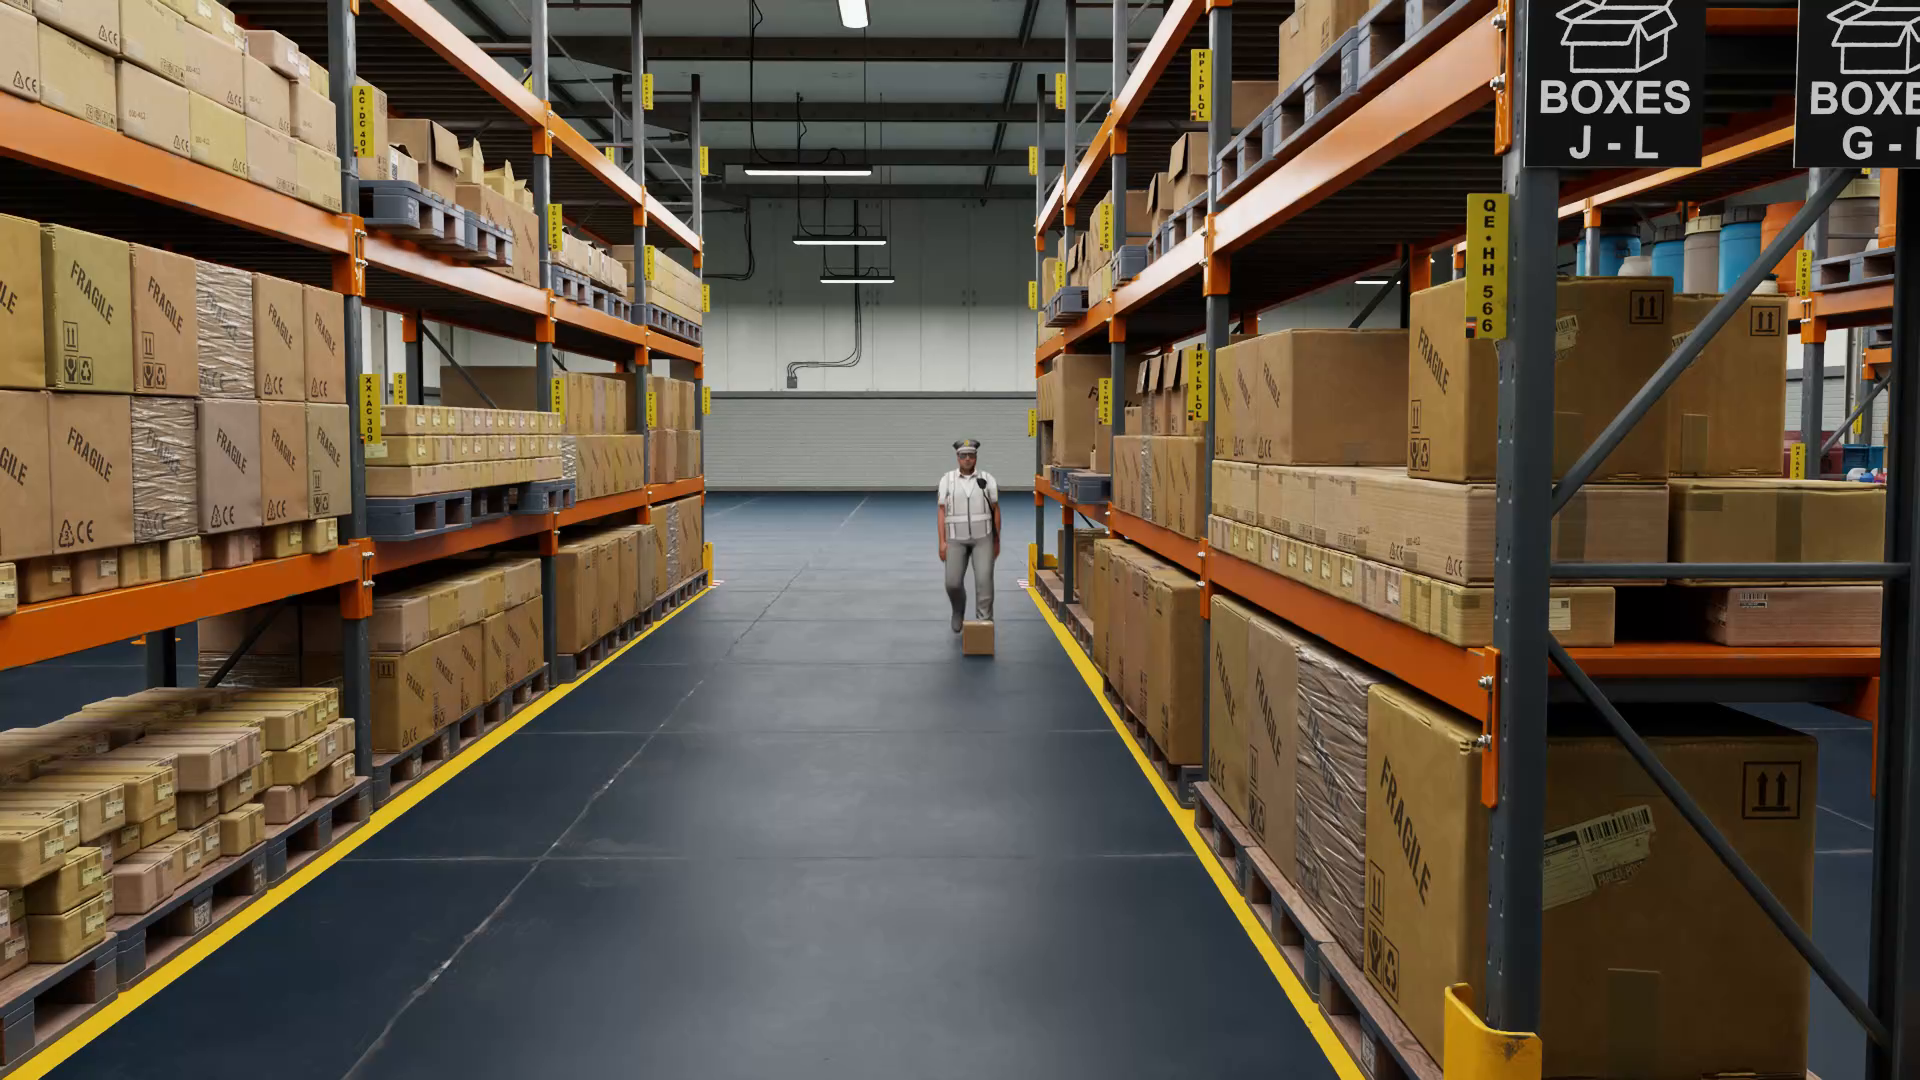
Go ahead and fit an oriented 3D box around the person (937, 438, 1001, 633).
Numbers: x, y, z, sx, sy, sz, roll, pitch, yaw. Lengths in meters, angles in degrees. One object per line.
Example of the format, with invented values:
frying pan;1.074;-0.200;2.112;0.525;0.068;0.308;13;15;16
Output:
person;0.081;-0.009;14.494;0.558;1.751;0.633;0;4;-1
